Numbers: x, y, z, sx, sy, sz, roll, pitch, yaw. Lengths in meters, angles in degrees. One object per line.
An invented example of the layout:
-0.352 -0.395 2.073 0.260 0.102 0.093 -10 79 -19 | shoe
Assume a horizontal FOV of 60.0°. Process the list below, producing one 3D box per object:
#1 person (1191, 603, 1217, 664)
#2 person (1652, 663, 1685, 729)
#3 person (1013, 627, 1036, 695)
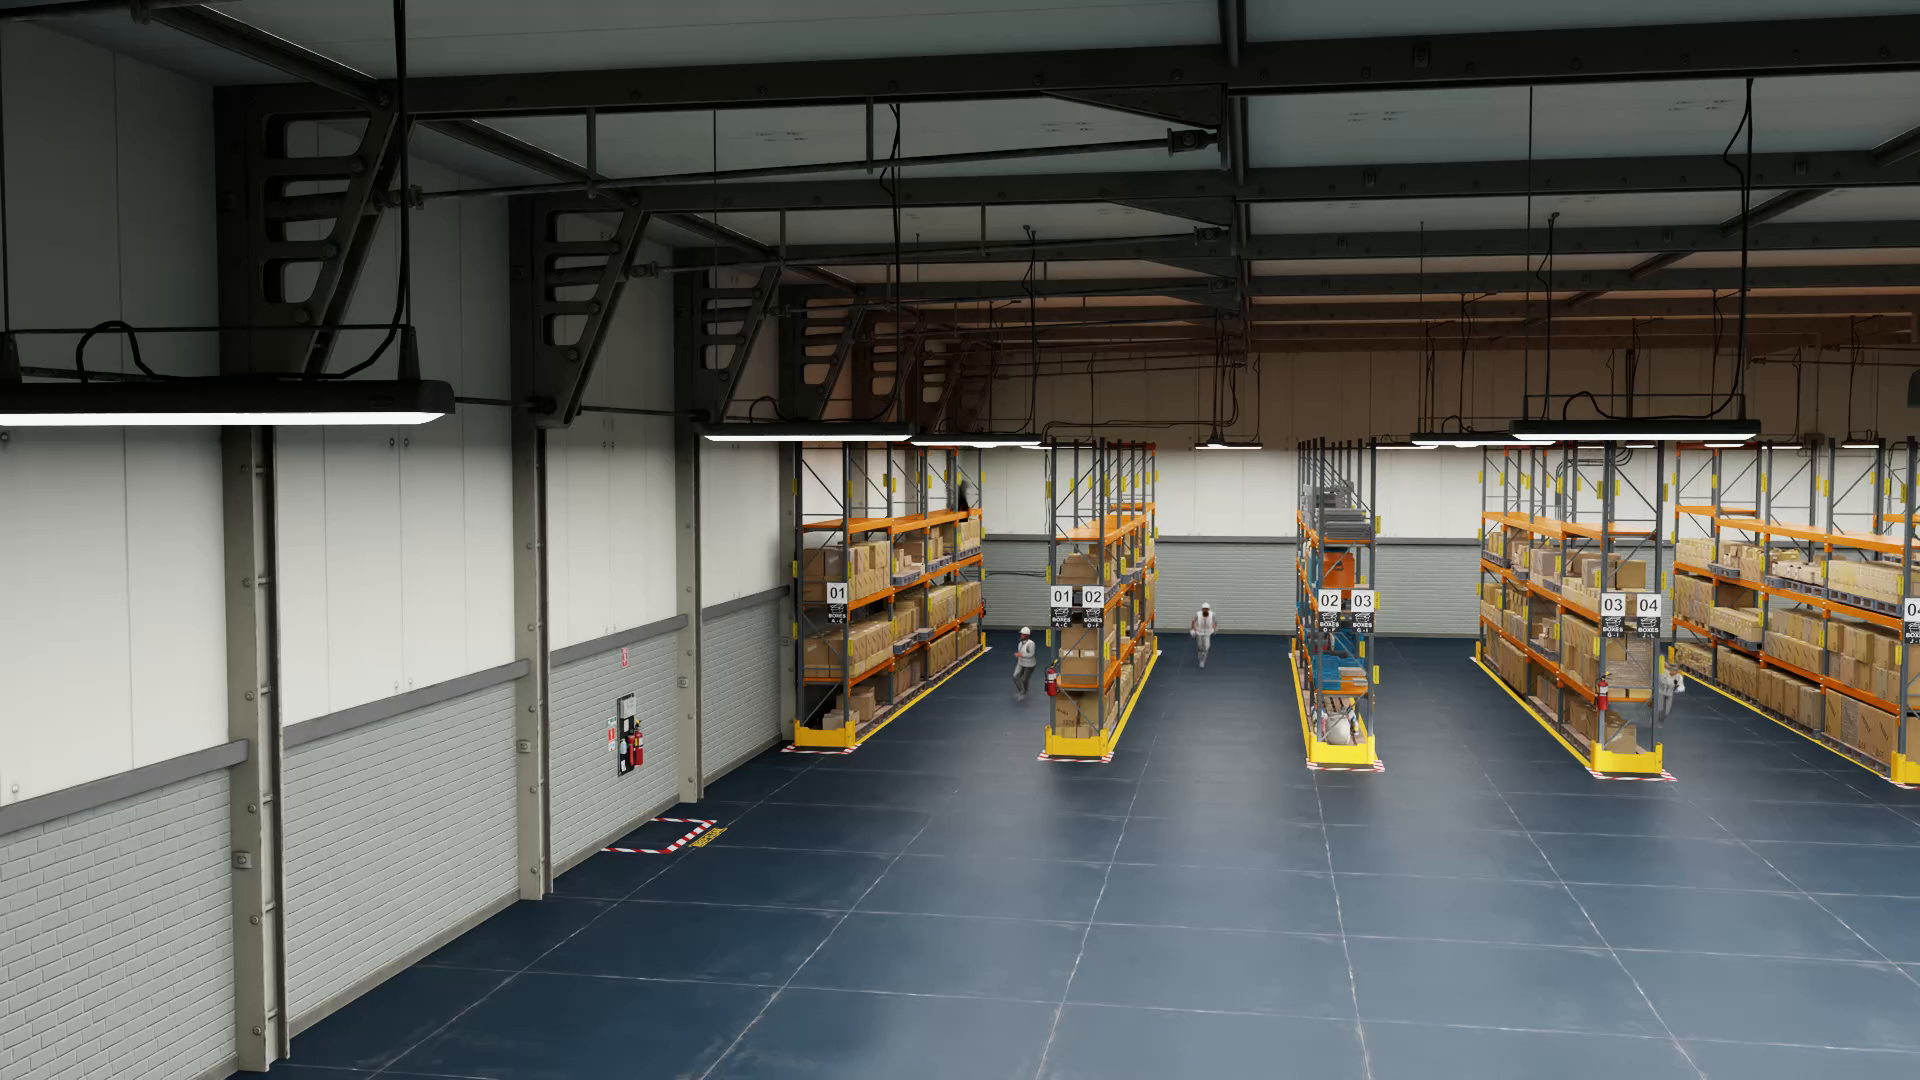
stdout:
6.521 2.495 44.376 0.667 1.654 0.636 0 3 -5 | person
14.483 3.193 34.065 0.599 1.429 0.960 1 3 10 | person
1.489 2.783 38.219 0.768 1.595 0.708 3 4 40 | person
